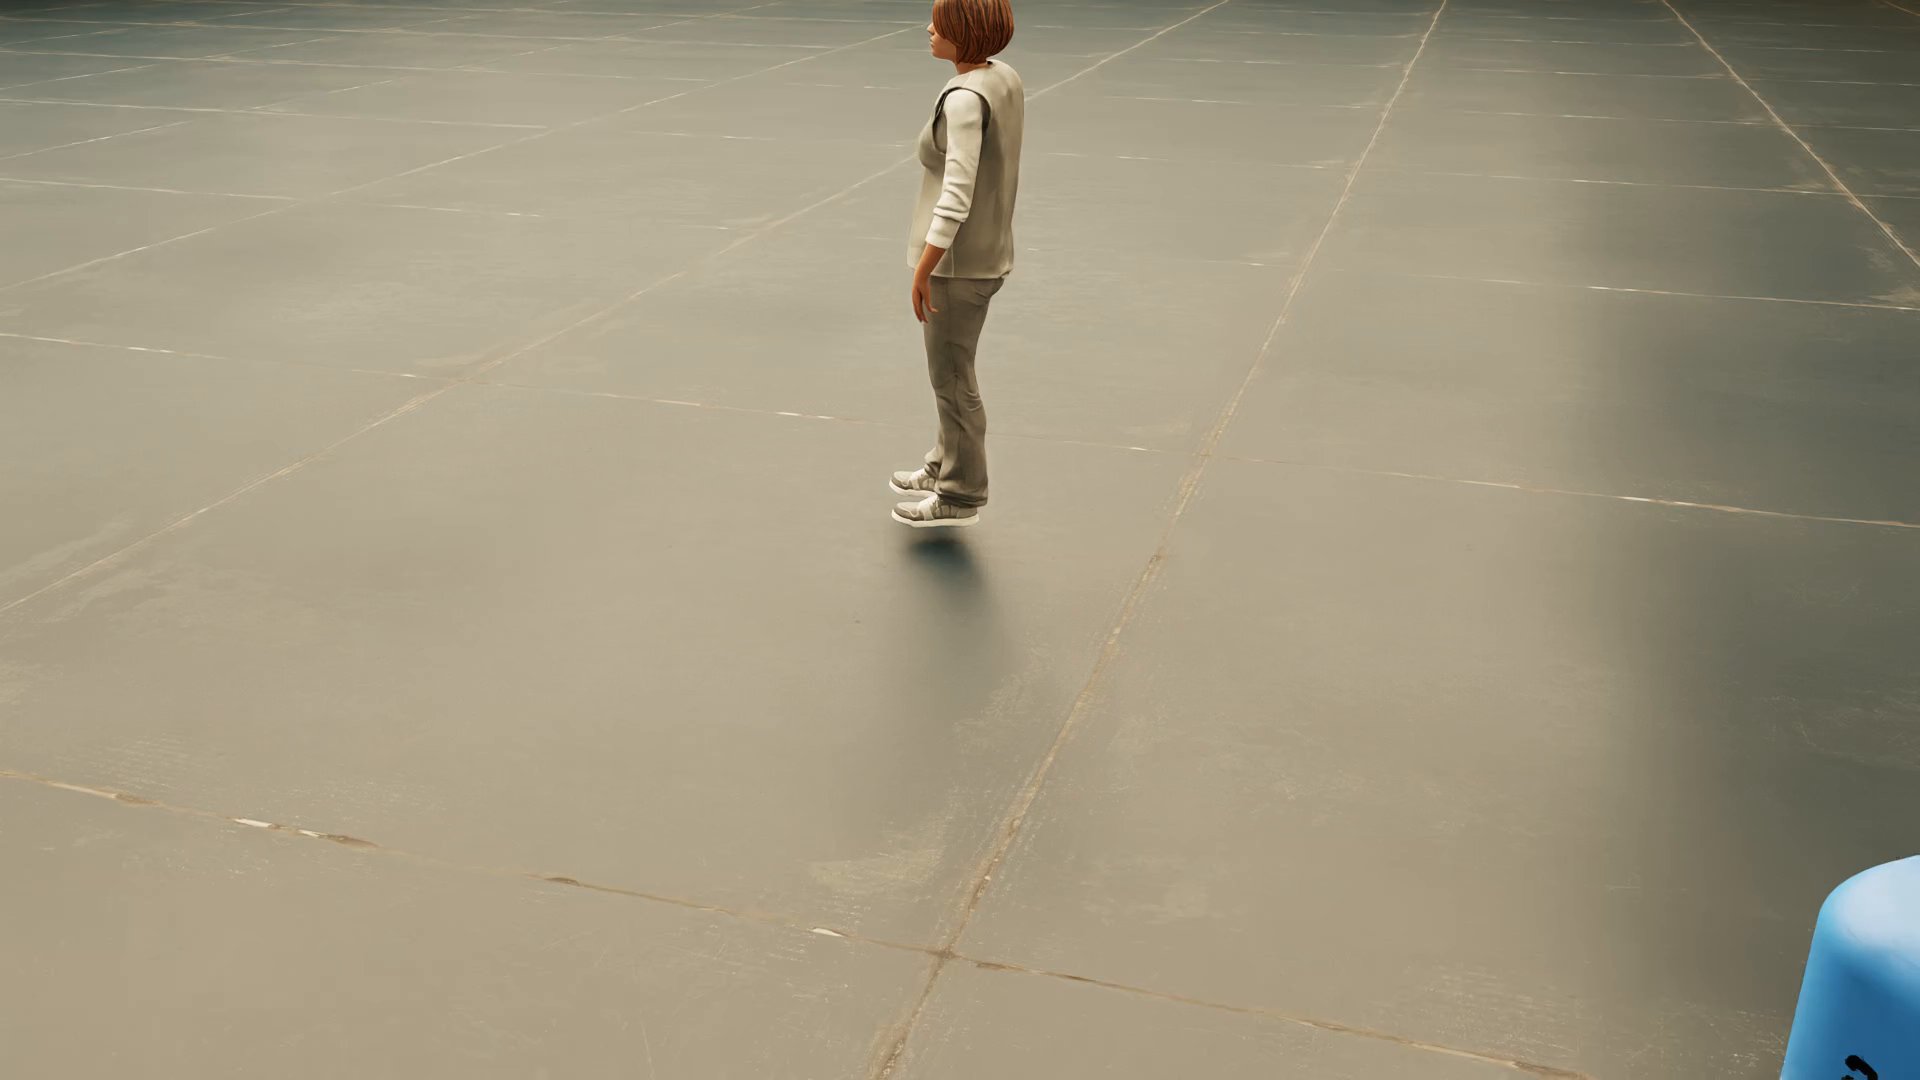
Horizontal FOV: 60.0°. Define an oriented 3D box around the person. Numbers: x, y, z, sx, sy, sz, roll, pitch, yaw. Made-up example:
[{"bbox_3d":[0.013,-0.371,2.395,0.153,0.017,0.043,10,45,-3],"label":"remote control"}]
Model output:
[{"bbox_3d":[-0.067,-0.796,4.831,0.472,1.599,0.520,7,23,16],"label":"person"}]
